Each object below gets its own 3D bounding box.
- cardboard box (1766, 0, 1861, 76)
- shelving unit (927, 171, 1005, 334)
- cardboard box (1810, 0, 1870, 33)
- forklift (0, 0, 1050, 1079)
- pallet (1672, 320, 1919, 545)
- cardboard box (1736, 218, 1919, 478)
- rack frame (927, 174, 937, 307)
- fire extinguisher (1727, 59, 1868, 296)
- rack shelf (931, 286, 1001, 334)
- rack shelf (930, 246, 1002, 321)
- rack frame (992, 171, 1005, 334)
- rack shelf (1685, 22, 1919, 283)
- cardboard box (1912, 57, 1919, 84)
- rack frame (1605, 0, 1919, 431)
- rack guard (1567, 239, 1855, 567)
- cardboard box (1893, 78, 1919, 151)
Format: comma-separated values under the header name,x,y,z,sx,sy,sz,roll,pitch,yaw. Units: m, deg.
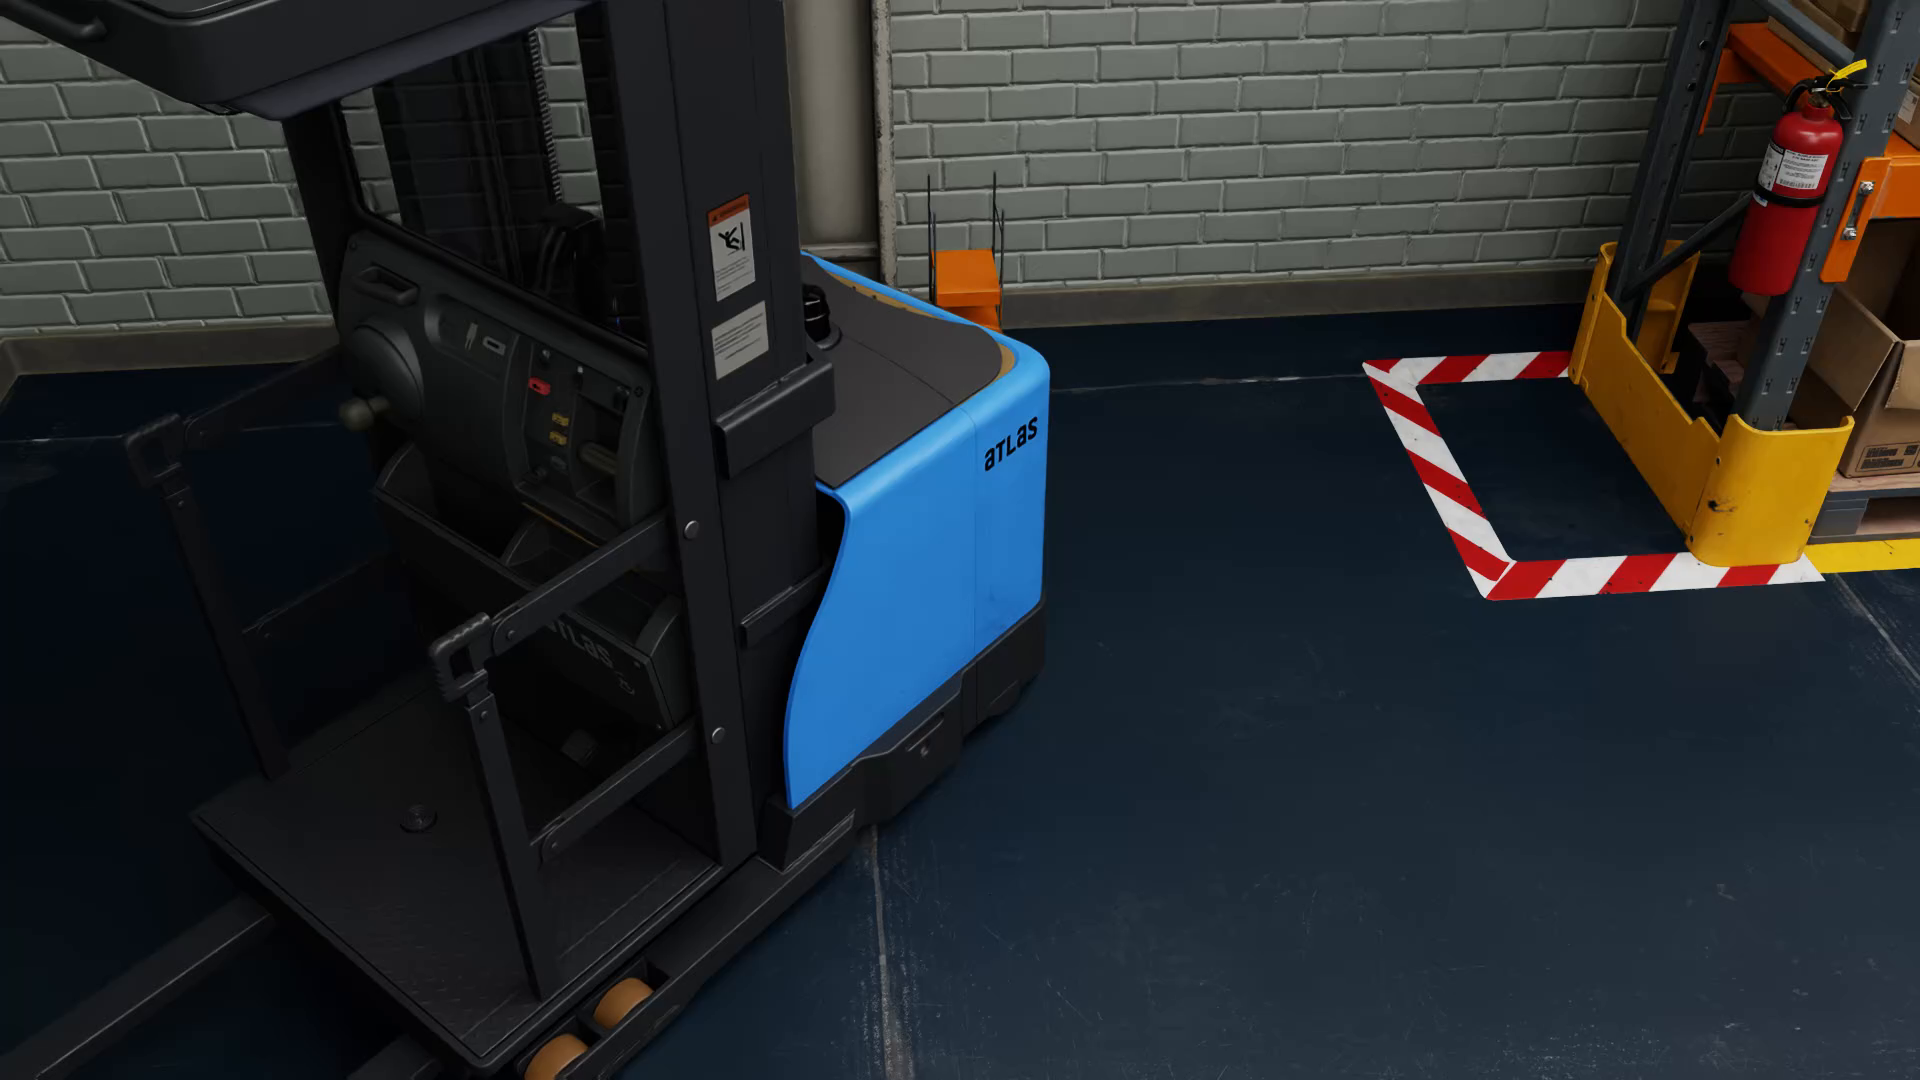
name,x,y,z,sx,sy,sz,roll,pitch,yaw
cardboard box,2.644,-1.541,4.984,0.250,0.149,0.380,-4,38,-4
shelving unit,0.014,-0.472,4.879,0.189,1.200,0.258,-3,38,-4
cardboard box,2.772,-1.702,4.867,0.500,0.250,0.500,-2,38,-3
forklift,-1.080,-0.248,3.198,1.130,2.935,3.031,27,45,30
pallet,3.207,-0.409,5.599,1.213,0.211,1.003,-3,38,-4
cardboard box,2.955,-0.616,5.285,0.637,0.503,0.797,-5,39,-6
rack frame,-0.077,-0.467,4.873,0.006,1.200,0.240,-3,38,-4
fire extinguisher,2.232,-0.986,4.441,0.183,0.674,0.296,-3,38,-4
rack shelf,0.014,-0.625,4.758,0.180,0.103,0.258,-3,38,-4
rack shelf,0.014,-0.720,4.684,0.180,0.103,0.258,-3,38,-4
rack frame,0.106,-0.477,4.886,0.006,1.200,0.240,-3,38,-4
rack shelf,4.330,-1.283,5.035,4.000,0.370,1.077,-3,38,-4
cardboard box,2.813,-1.372,4.448,0.500,0.250,0.500,-3,38,-4
rack frame,2.338,-1.456,4.673,0.127,3.000,1.000,-3,38,-4
rack guard,2.413,-0.478,5.453,0.348,0.500,1.175,-3,38,-4
cardboard box,2.689,-1.206,4.559,0.250,0.149,0.380,-3,38,-4
